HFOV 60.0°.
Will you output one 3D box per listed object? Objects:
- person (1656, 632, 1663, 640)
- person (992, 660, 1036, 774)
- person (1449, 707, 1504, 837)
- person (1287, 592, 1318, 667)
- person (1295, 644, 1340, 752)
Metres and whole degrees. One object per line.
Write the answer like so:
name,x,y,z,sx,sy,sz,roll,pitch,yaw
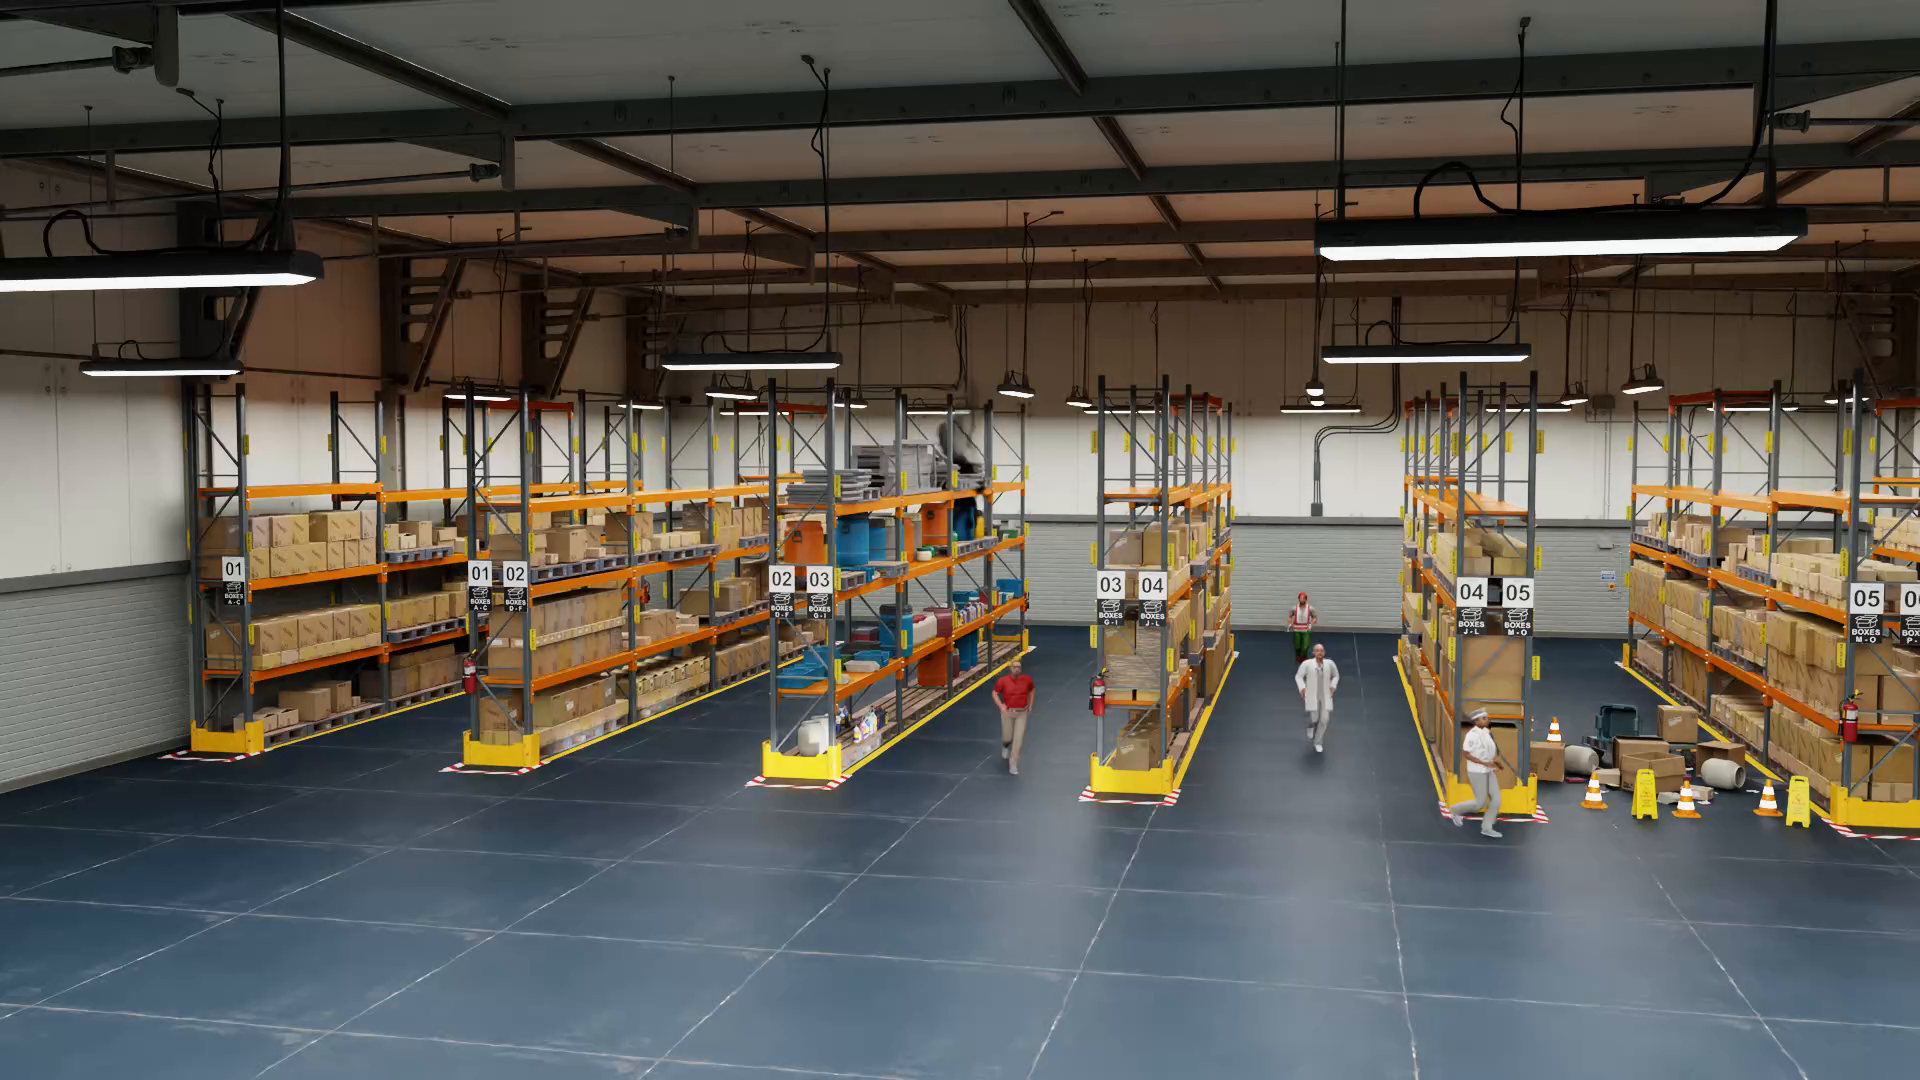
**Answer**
person,16.291,1.968,38.534,0.644,1.684,0.810,-2,4,-34
person,0.838,2.700,25.693,0.688,1.714,0.823,0,3,-7
person,6.651,2.956,21.325,0.580,1.646,0.680,-3,5,-44
person,7.607,2.032,36.955,0.660,1.748,0.548,1,3,12
person,5.902,2.586,27.417,0.724,1.752,0.653,0,3,1
